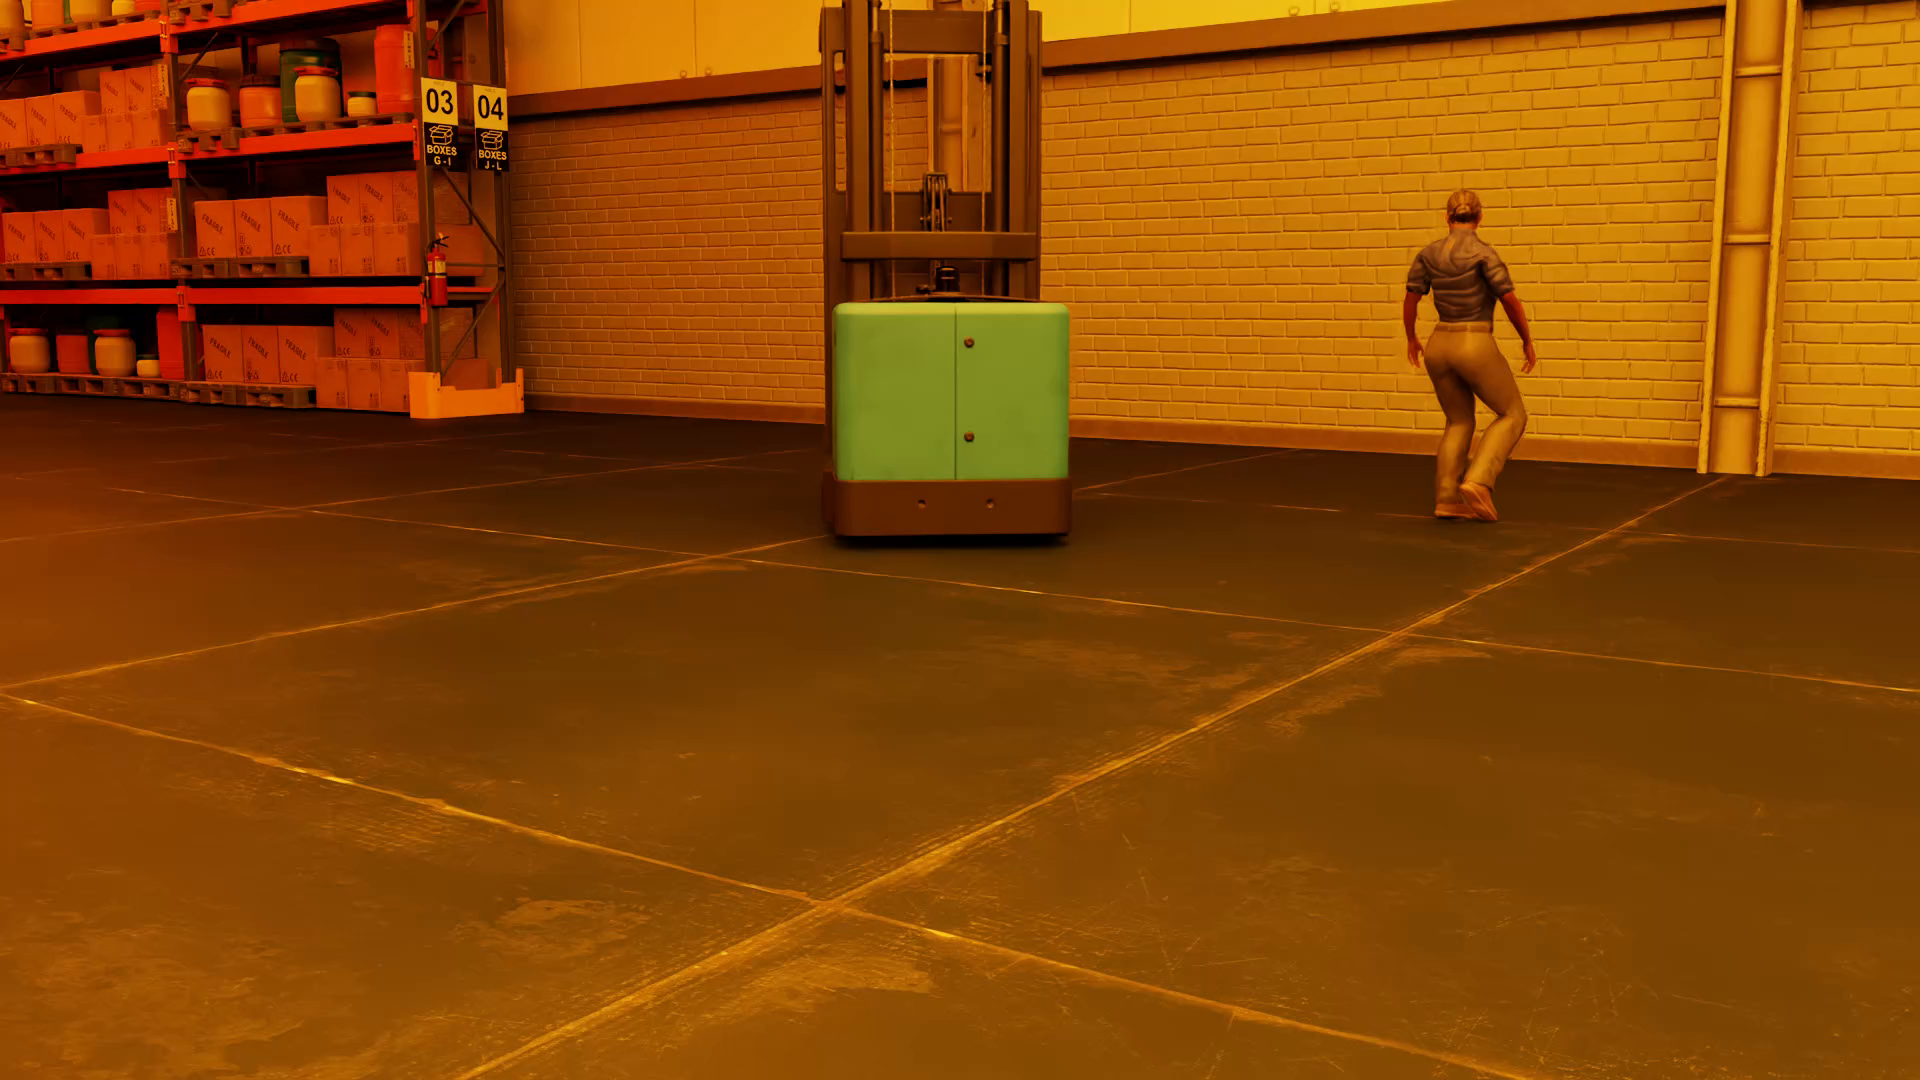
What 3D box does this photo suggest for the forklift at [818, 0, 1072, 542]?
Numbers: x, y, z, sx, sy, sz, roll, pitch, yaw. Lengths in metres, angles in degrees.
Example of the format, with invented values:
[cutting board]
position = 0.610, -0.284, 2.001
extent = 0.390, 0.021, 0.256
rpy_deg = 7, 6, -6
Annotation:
[forklift]
position = -0.165, -1.615, 8.548
extent = 1.130, 2.935, 3.031
rpy_deg = -1, 8, -6

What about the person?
[person]
position = 2.509, -0.912, 8.301
extent = 0.434, 1.640, 0.709
rpy_deg = -5, 9, -30
